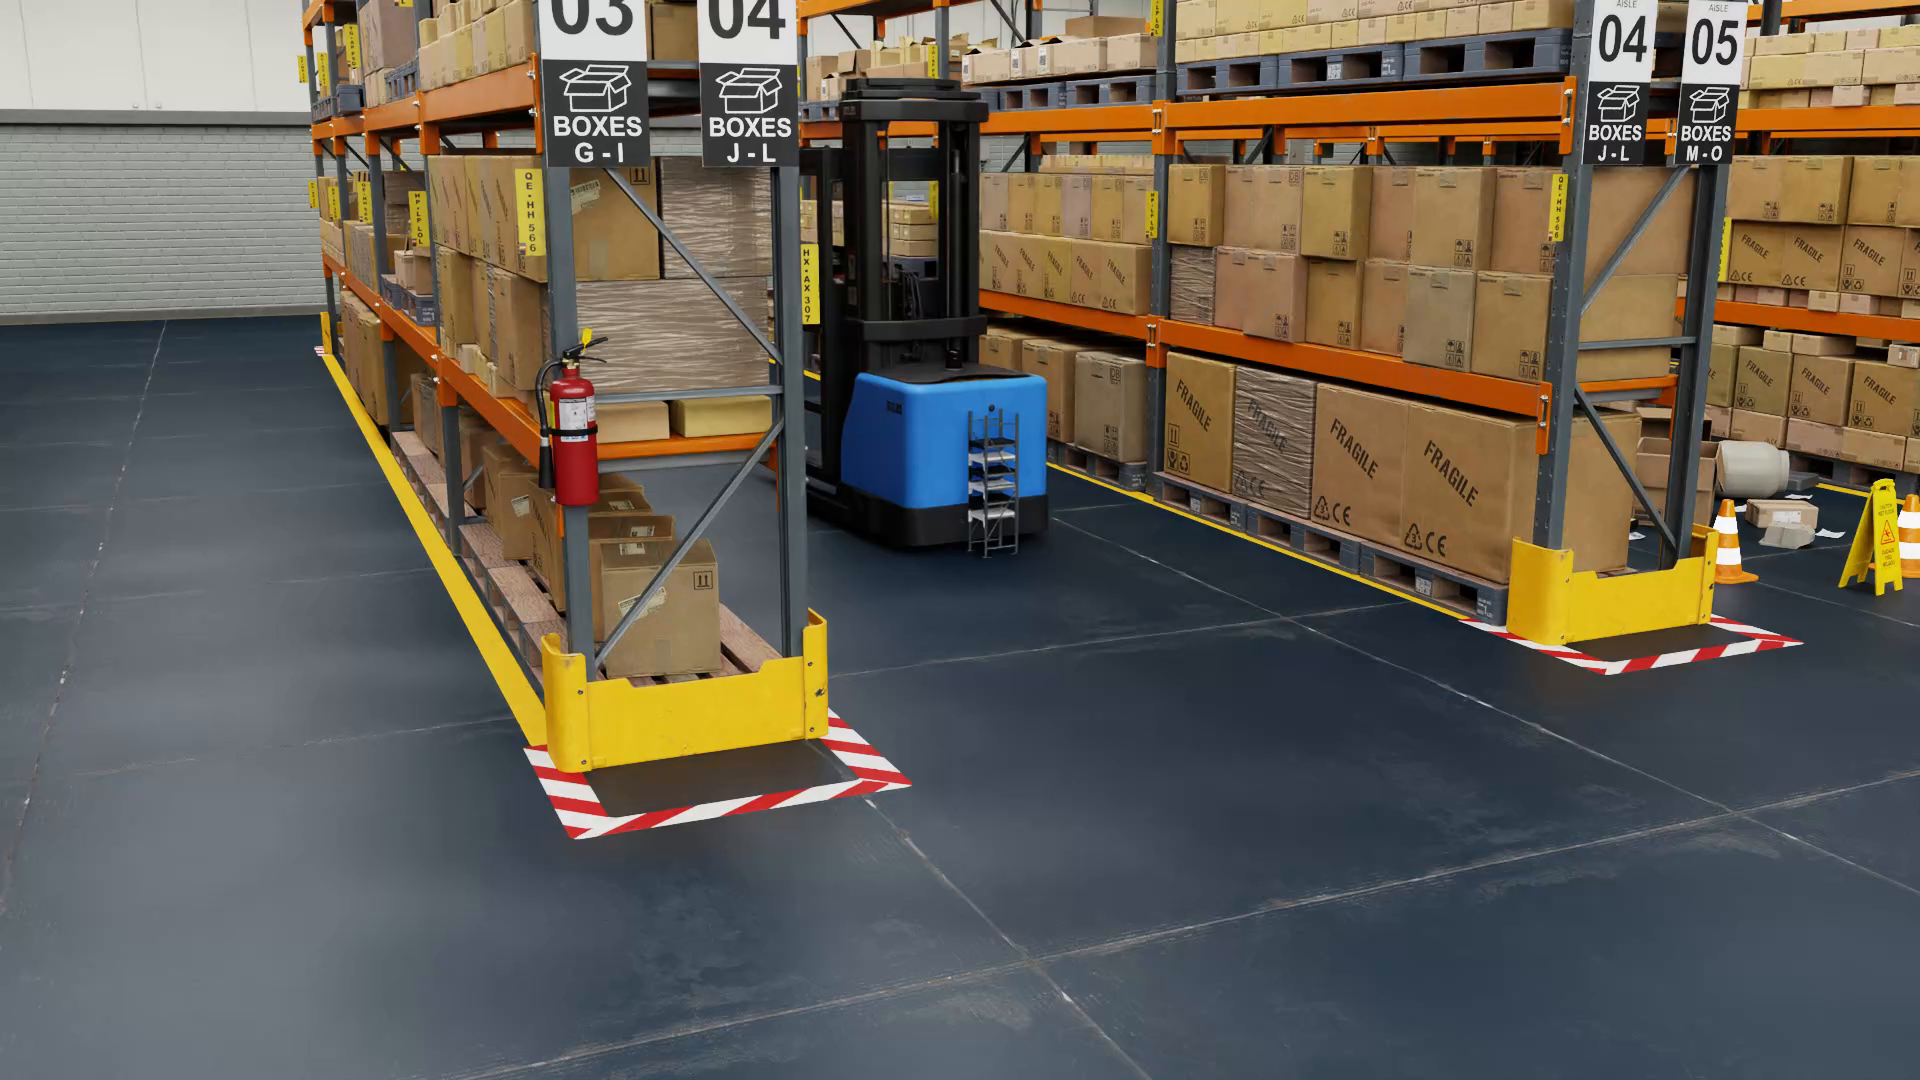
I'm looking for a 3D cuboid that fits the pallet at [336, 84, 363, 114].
[{"bbox_3d":[-4.636,-3.731,14.105,1.213,0.211,1.003,-5,14,-20],"label":"pallet"}]

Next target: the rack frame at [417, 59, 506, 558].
[{"bbox_3d":[-2.728,-1.407,10.298,1.000,3.000,0.127,-6,14,-23],"label":"rack frame"}]

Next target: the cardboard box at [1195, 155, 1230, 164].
[{"bbox_3d":[3.259,-4.896,21.492,0.380,0.149,0.250,-6,14,-24],"label":"cardboard box"}]

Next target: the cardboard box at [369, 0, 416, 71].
[{"bbox_3d":[-3.970,-3.659,12.042,0.500,0.500,0.500,-6,14,-25],"label":"cardboard box"}]

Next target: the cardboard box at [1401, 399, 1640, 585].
[{"bbox_3d":[3.128,-0.311,9.344,0.875,0.875,0.875,-6,14,-23],"label":"cardboard box"}]

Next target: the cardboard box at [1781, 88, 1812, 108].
[{"bbox_3d":[6.571,-3.399,12.809,0.380,0.149,0.250,-5,14,-21],"label":"cardboard box"}]

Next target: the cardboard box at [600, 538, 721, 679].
[{"bbox_3d":[-1.360,0.302,7.525,0.500,0.500,0.500,-3,13,-13],"label":"cardboard box"}]

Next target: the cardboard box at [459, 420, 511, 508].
[{"bbox_3d":[-2.954,-0.533,11.086,0.700,0.500,0.500,-7,15,-27],"label":"cardboard box"}]

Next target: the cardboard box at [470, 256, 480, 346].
[{"bbox_3d":[-2.143,-1.302,8.960,0.875,0.500,0.500,-6,14,-23],"label":"cardboard box"}]

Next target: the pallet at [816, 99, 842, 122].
[{"bbox_3d":[-0.779,-4.506,17.450,1.213,0.211,1.003,-6,14,-23],"label":"pallet"}]

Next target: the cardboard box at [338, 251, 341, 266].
[{"bbox_3d":[-6.458,-3.024,17.842,0.380,0.149,0.250,-5,14,-22],"label":"cardboard box"}]

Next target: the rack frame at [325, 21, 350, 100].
[{"bbox_3d":[-5.932,-5.983,16.762,1.000,3.000,0.127,-6,14,-23],"label":"rack frame"}]

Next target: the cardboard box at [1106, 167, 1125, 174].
[{"bbox_3d":[2.298,-4.773,22.403,0.500,0.500,0.500,-5,14,-22],"label":"cardboard box"}]

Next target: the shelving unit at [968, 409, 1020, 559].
[{"bbox_3d":[0.209,-0.354,10.402,0.258,0.900,0.210,-7,15,-27],"label":"shelving unit"}]

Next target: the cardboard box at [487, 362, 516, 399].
[{"bbox_3d":[-2.126,-0.799,8.227,0.380,0.149,0.250,-6,14,-23],"label":"cardboard box"}]

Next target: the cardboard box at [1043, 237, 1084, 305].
[{"bbox_3d":[0.999,-2.175,13.395,0.500,0.500,0.500,-5,14,-22],"label":"cardboard box"}]

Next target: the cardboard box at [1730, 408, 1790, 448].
[{"bbox_3d":[6.566,-0.912,13.324,0.500,0.250,0.500,-5,14,-20],"label":"cardboard box"}]

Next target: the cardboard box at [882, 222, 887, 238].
[{"bbox_3d":[-0.576,-3.058,16.396,0.380,0.149,0.250,-5,14,-22],"label":"cardboard box"}]

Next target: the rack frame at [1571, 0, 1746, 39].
[{"bbox_3d":[3.460,-3.931,7.896,1.000,3.000,0.127,-6,14,-23],"label":"rack frame"}]

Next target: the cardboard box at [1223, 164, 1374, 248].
[{"bbox_3d":[2.301,-2.251,11.216,0.875,0.550,0.550,-6,14,-23],"label":"cardboard box"}]

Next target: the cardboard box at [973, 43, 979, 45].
[{"bbox_3d":[0.001,-4.808,16.419,0.396,0.266,0.258,-6,14,-23],"label":"cardboard box"}]

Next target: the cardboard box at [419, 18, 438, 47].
[{"bbox_3d":[-2.880,-2.895,9.521,0.380,0.149,0.250,-6,14,-25],"label":"cardboard box"}]

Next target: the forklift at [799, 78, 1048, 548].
[{"bbox_3d":[-0.566,-1.665,11.566,1.130,2.935,3.031,-7,15,-27],"label":"forklift"}]

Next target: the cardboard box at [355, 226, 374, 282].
[{"bbox_3d":[-5.363,-2.678,15.565,0.500,0.500,0.500,-5,14,-22],"label":"cardboard box"}]

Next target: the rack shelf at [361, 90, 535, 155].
[{"bbox_3d":[-3.529,-2.931,11.826,1.077,0.370,4.000,-6,14,-23],"label":"rack shelf"}]

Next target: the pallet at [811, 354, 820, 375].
[{"bbox_3d":[-1.034,-1.968,18.904,1.003,0.211,1.213,-6,14,-23],"label":"pallet"}]

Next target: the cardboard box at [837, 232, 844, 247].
[{"bbox_3d":[-1.083,-3.177,17.571,0.380,0.149,0.250,-6,14,-24],"label":"cardboard box"}]

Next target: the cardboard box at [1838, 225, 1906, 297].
[{"bbox_3d":[6.906,-2.071,12.283,0.500,0.500,0.500,-5,14,-22],"label":"cardboard box"}]

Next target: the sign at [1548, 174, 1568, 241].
[{"bbox_3d":[2.957,-1.641,8.216,0.100,0.325,0.005,-6,14,-23],"label":"sign"}]

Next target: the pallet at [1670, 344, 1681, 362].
[{"bbox_3d":[9.032,-2.377,20.672,1.003,0.211,1.213,-6,14,-23],"label":"pallet"}]

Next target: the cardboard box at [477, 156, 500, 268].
[{"bbox_3d":[-1.976,-1.559,7.855,0.500,0.500,0.500,-6,14,-23],"label":"cardboard box"}]

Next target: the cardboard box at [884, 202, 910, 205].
[{"bbox_3d":[-0.597,-3.580,17.990,0.380,0.149,0.250,-6,14,-25],"label":"cardboard box"}]

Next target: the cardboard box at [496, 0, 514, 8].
[{"bbox_3d":[-1.729,-2.304,6.966,0.380,0.149,0.250,-6,14,-25],"label":"cardboard box"}]

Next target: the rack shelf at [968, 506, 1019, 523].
[{"bbox_3d":[0.209,-0.146,10.450,0.258,0.077,0.200,-7,15,-27],"label":"rack shelf"}]

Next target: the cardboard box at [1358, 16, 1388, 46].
[{"bbox_3d":[2.508,-2.901,9.503,0.380,0.149,0.250,-6,14,-23],"label":"cardboard box"}]

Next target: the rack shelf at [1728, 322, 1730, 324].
[{"bbox_3d":[5.551,-2.365,16.031,1.077,0.370,4.000,-6,14,-23],"label":"rack shelf"}]

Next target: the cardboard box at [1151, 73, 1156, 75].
[{"bbox_3d":[1.670,-3.663,12.797,0.250,0.149,0.380,-6,14,-23],"label":"cardboard box"}]

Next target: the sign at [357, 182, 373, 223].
[{"bbox_3d":[-4.837,-2.747,13.518,0.100,0.325,0.005,-6,14,-23],"label":"sign"}]

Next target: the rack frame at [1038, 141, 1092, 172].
[{"bbox_3d":[1.546,-4.782,24.877,1.000,3.000,0.127,-6,14,-23],"label":"rack frame"}]

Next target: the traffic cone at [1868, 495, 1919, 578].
[{"bbox_3d":[5.720,-0.042,10.024,0.336,0.463,0.334,-6,14,-23],"label":"traffic cone"}]

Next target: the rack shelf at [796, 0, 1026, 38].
[{"bbox_3d":[-0.546,-5.451,16.949,1.077,0.370,4.000,-6,14,-23],"label":"rack shelf"}]

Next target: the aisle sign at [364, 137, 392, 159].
[{"bbox_3d":[-7.288,-5.195,20.898,0.394,0.787,0.004,-6,14,-23],"label":"aisle sign"}]

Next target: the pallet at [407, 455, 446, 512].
[{"bbox_3d":[-3.533,-0.462,12.397,1.003,0.211,1.213,-6,14,-23],"label":"pallet"}]

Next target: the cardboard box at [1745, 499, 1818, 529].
[{"bbox_3d":[5.579,-0.175,11.297,0.380,0.149,0.250,1,13,6],"label":"cardboard box"}]

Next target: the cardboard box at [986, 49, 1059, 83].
[{"bbox_3d":[0.544,-4.029,14.155,0.500,0.250,0.500,-5,14,-21],"label":"cardboard box"}]

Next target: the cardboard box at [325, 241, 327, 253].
[{"bbox_3d":[-7.382,-3.501,19.903,0.380,0.149,0.250,-6,14,-24],"label":"cardboard box"}]

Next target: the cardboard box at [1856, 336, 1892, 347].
[{"bbox_3d":[10.073,-2.222,18.153,0.875,0.625,0.625,-6,14,-25],"label":"cardboard box"}]

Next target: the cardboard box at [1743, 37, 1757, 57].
[{"bbox_3d":[6.311,-3.884,13.136,0.380,0.149,0.250,-5,14,-21],"label":"cardboard box"}]

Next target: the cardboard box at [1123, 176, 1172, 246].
[{"bbox_3d":[1.653,-2.472,12.460,0.700,0.500,0.500,-6,14,-24],"label":"cardboard box"}]

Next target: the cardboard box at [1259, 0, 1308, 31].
[{"bbox_3d":[2.203,-3.286,10.284,0.500,0.250,0.500,-6,14,-24],"label":"cardboard box"}]

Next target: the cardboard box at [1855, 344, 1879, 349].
[{"bbox_3d":[7.041,-1.330,13.466,0.500,0.500,0.500,-5,14,-22],"label":"cardboard box"}]

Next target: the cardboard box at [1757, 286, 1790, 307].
[{"bbox_3d":[6.535,-1.932,13.122,0.380,0.149,0.250,-5,14,-21],"label":"cardboard box"}]

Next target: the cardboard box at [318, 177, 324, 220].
[{"bbox_3d":[-7.389,-4.097,19.928,0.500,0.500,0.500,-6,14,-24],"label":"cardboard box"}]

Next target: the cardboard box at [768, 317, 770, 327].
[{"bbox_3d":[-2.227,-2.761,20.880,0.380,0.149,0.250,-6,14,-26],"label":"cardboard box"}]

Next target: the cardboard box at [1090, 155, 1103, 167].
[{"bbox_3d":[2.017,-5.211,22.854,0.380,0.149,0.250,-6,14,-24],"label":"cardboard box"}]

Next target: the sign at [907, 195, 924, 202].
[{"bbox_3d":[-0.803,-6.084,29.907,0.327,0.218,0.001,-6,14,-23],"label":"sign"}]

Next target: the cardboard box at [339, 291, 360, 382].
[{"bbox_3d":[-5.657,-2.099,17.068,1.225,0.875,0.875,-6,14,-23],"label":"cardboard box"}]
